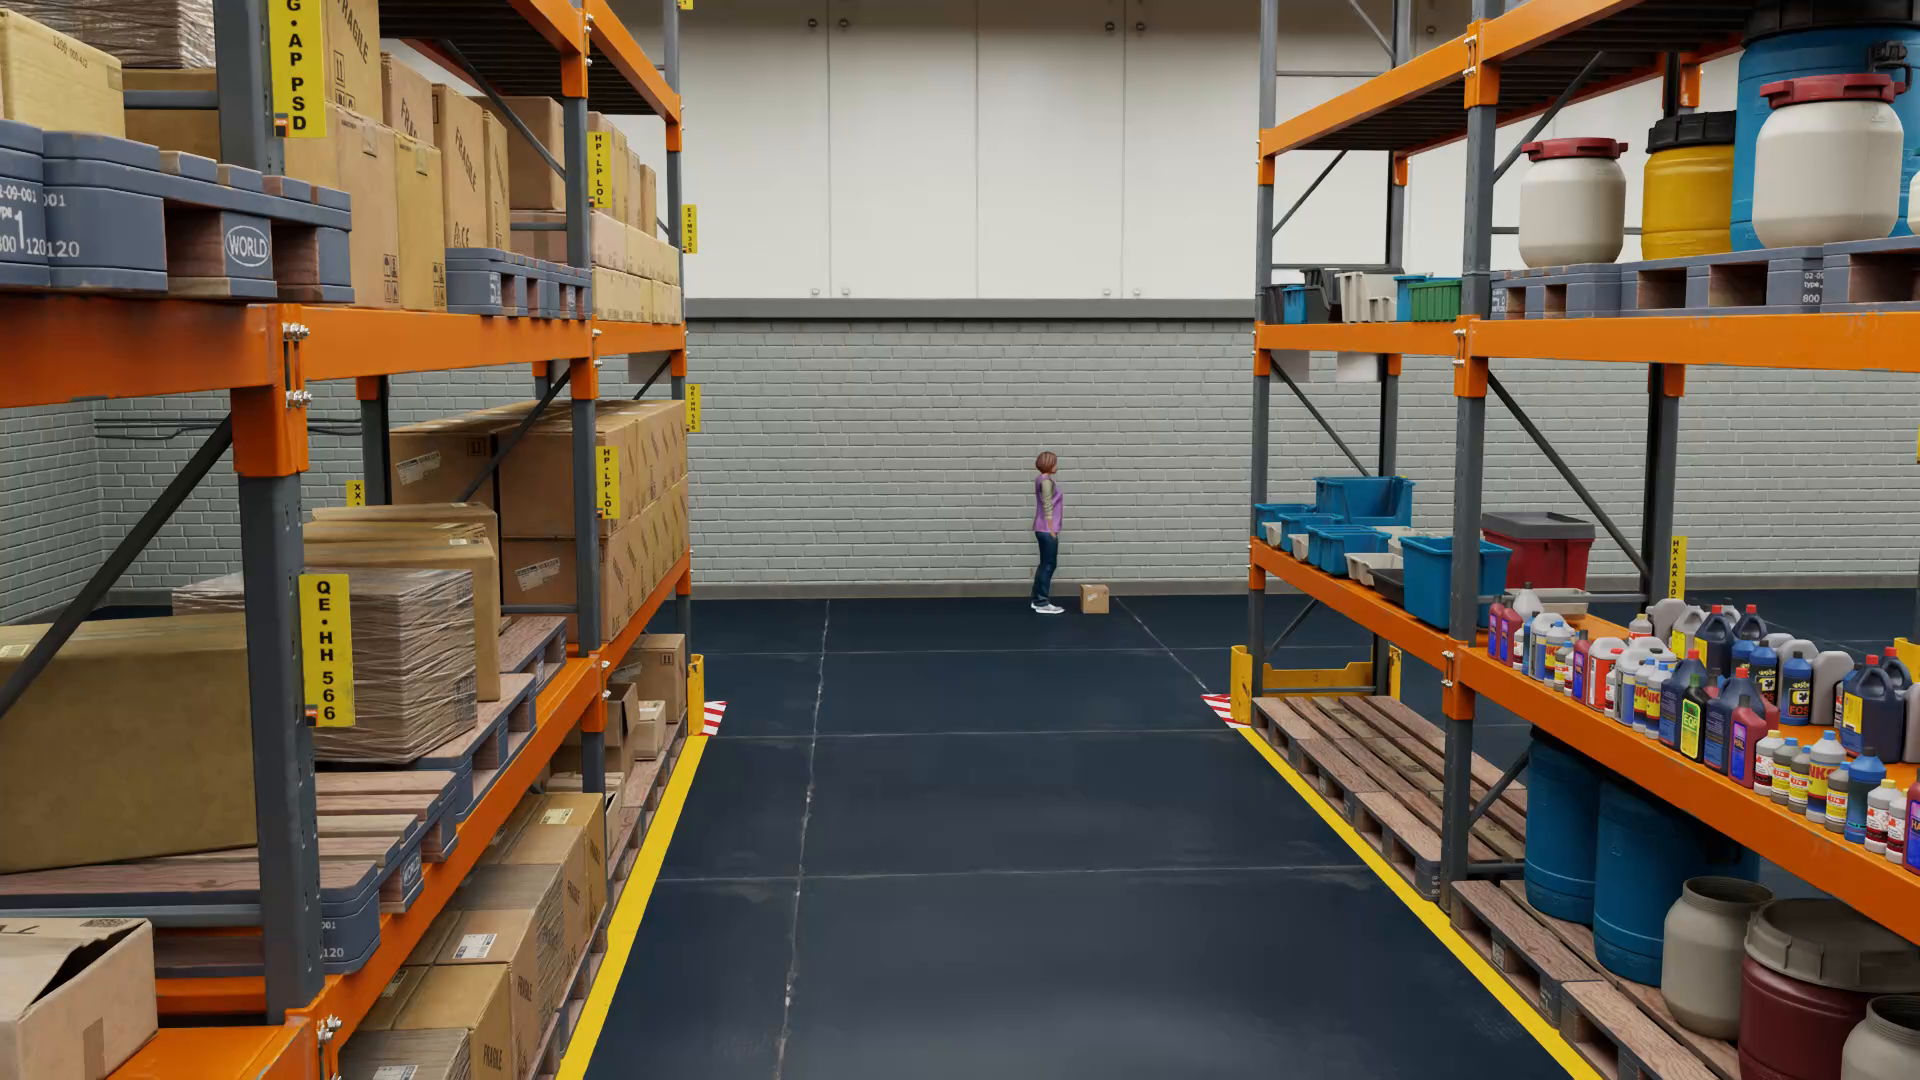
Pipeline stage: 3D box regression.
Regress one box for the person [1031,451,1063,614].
[{"bbox_3d":[0.862,-0.063,16.429,0.311,1.629,0.408,0,7,-2],"label":"person"}]
